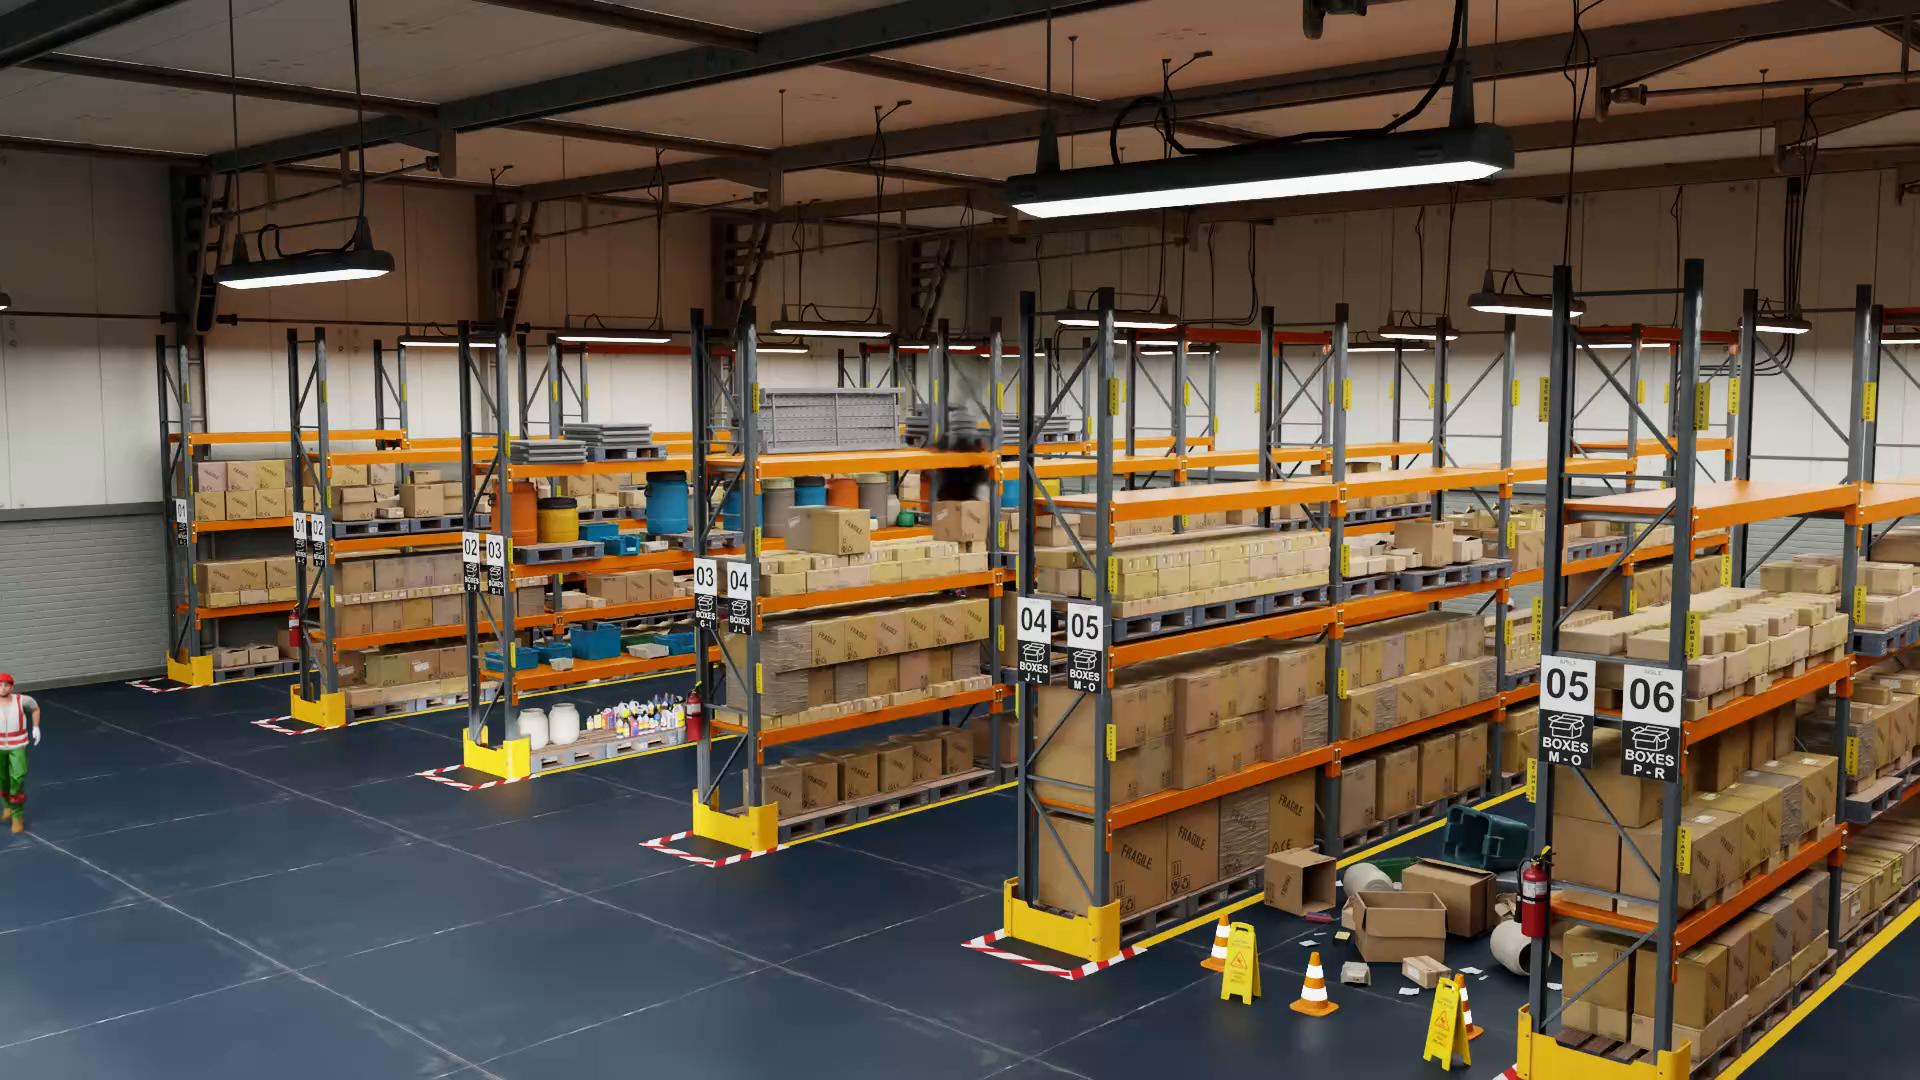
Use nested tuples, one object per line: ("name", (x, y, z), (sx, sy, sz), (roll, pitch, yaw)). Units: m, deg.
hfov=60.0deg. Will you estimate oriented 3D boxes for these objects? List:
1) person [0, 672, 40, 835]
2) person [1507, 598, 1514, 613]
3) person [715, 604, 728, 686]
("person", (-11.077, 2.446, 19.335), (0.661, 1.846, 0.836), (-2, 6, -23))
("person", (8.708, 1.811, 26.309), (0.916, 1.825, 0.695), (-4, 7, -36))
("person", (-3.955, 1.615, 28.455), (0.683, 1.783, 0.748), (3, 6, 32))
